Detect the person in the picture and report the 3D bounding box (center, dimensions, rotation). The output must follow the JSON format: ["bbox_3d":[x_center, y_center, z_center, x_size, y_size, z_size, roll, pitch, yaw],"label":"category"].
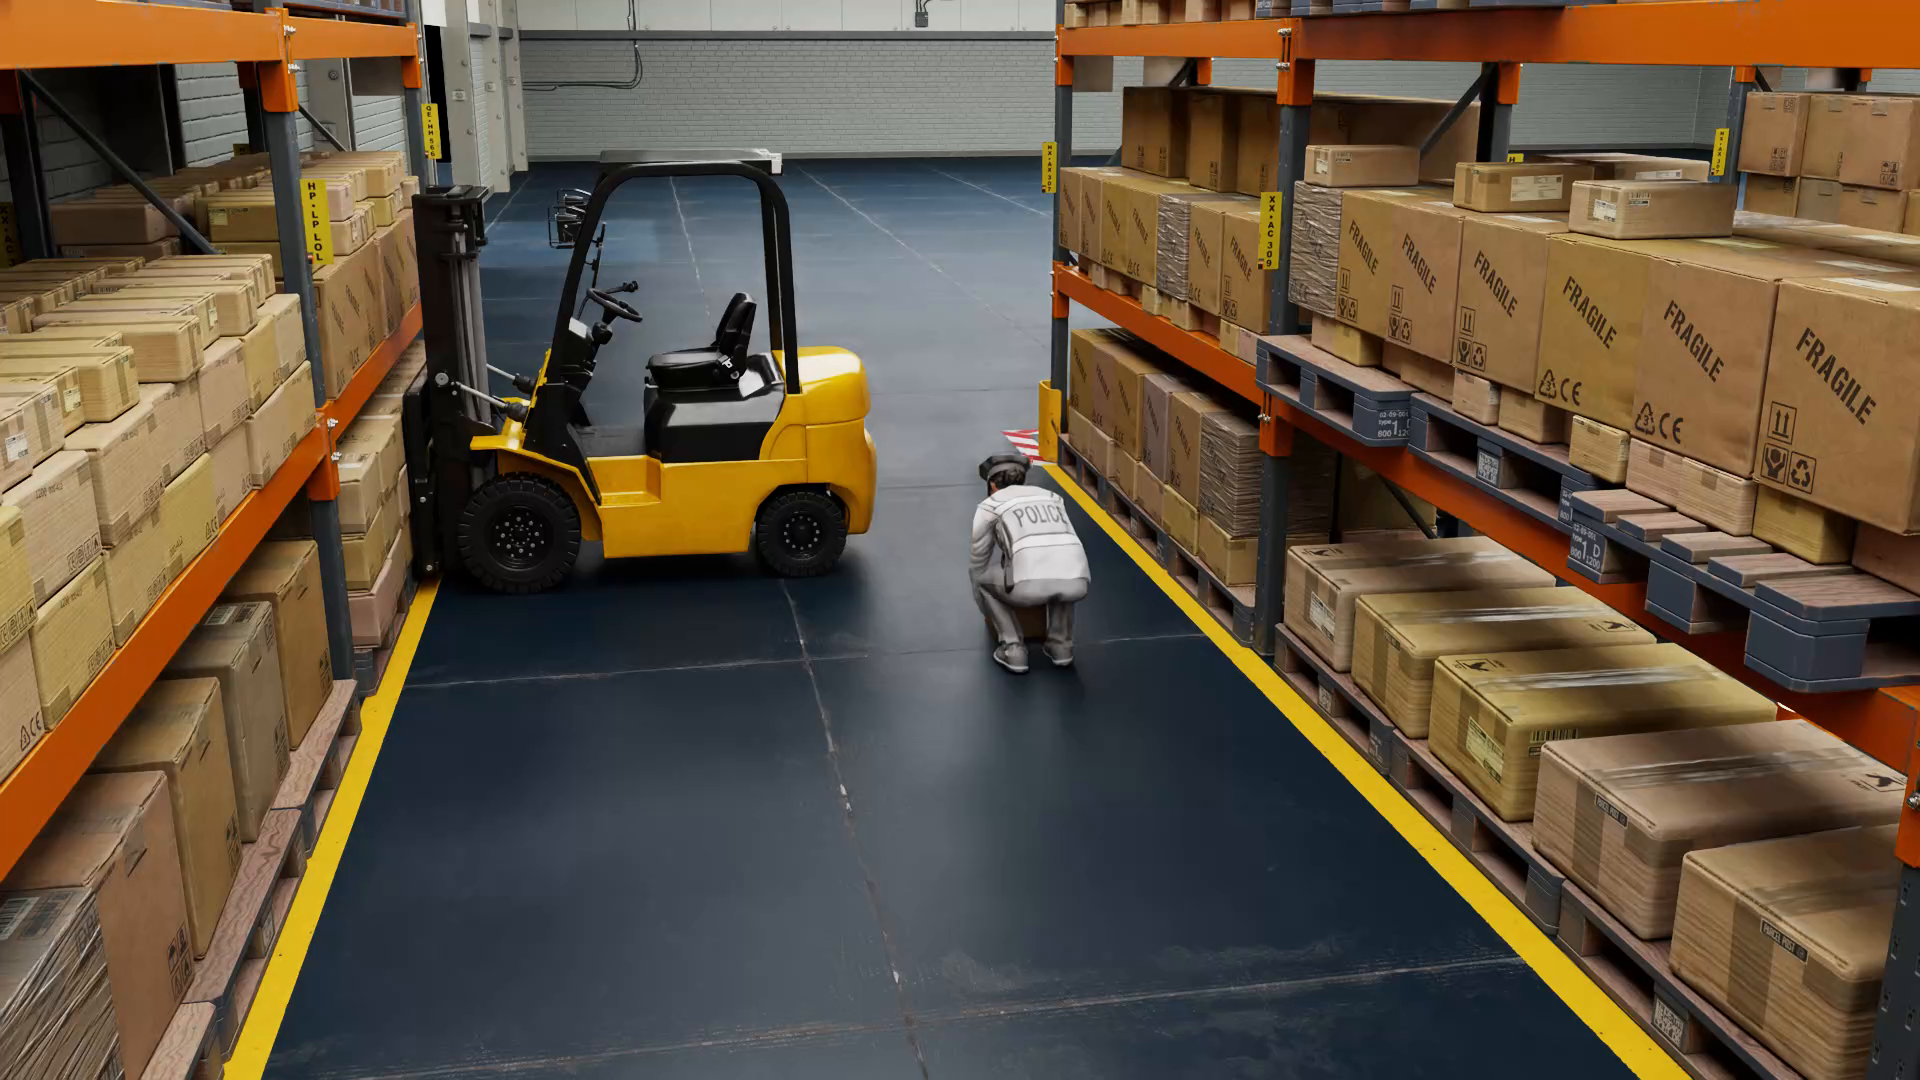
[{"bbox_3d":[0.305,0.098,7.569,0.479,0.898,0.856,-3,17,-10],"label":"person"}]
